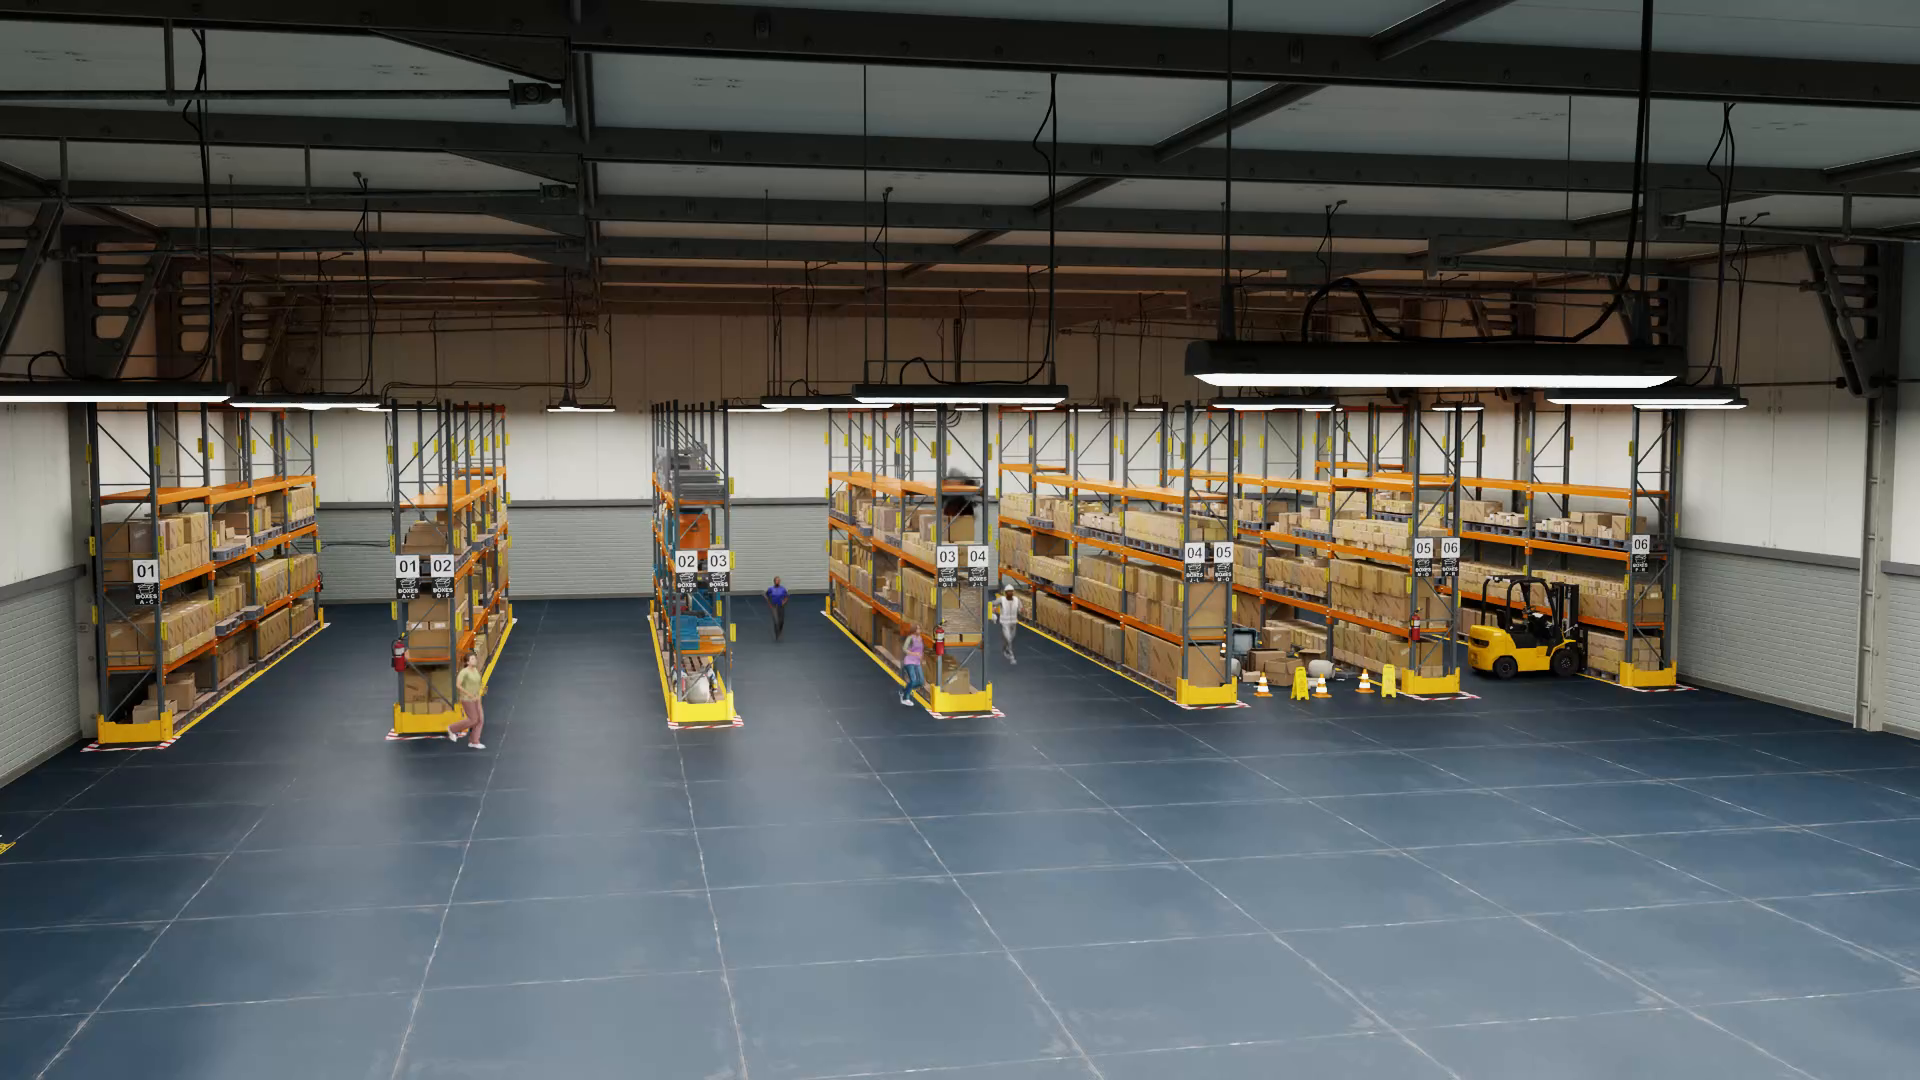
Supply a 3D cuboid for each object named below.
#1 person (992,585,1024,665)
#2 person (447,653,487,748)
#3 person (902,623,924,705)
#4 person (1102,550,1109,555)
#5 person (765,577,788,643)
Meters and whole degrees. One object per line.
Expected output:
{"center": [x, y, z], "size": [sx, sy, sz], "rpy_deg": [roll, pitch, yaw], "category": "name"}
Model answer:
{"center": [1.119, 1.916, 38.236], "size": [0.679, 1.782, 0.992], "rpy_deg": [-2, 5, -22], "category": "person"}
{"center": [-8.475, 2.758, 28.650], "size": [0.658, 1.646, 0.581], "rpy_deg": [1, 4, 16], "category": "person"}
{"center": [-0.837, 2.331, 31.212], "size": [0.542, 1.543, 0.557], "rpy_deg": [4, 6, 40], "category": "person"}
{"center": [4.476, 1.086, 50.382], "size": [0.887, 1.696, 0.505], "rpy_deg": [-1, 4, -12], "category": "person"}
{"center": [-4.627, 1.744, 42.019], "size": [0.585, 1.650, 0.727], "rpy_deg": [-1, 4, -15], "category": "person"}
